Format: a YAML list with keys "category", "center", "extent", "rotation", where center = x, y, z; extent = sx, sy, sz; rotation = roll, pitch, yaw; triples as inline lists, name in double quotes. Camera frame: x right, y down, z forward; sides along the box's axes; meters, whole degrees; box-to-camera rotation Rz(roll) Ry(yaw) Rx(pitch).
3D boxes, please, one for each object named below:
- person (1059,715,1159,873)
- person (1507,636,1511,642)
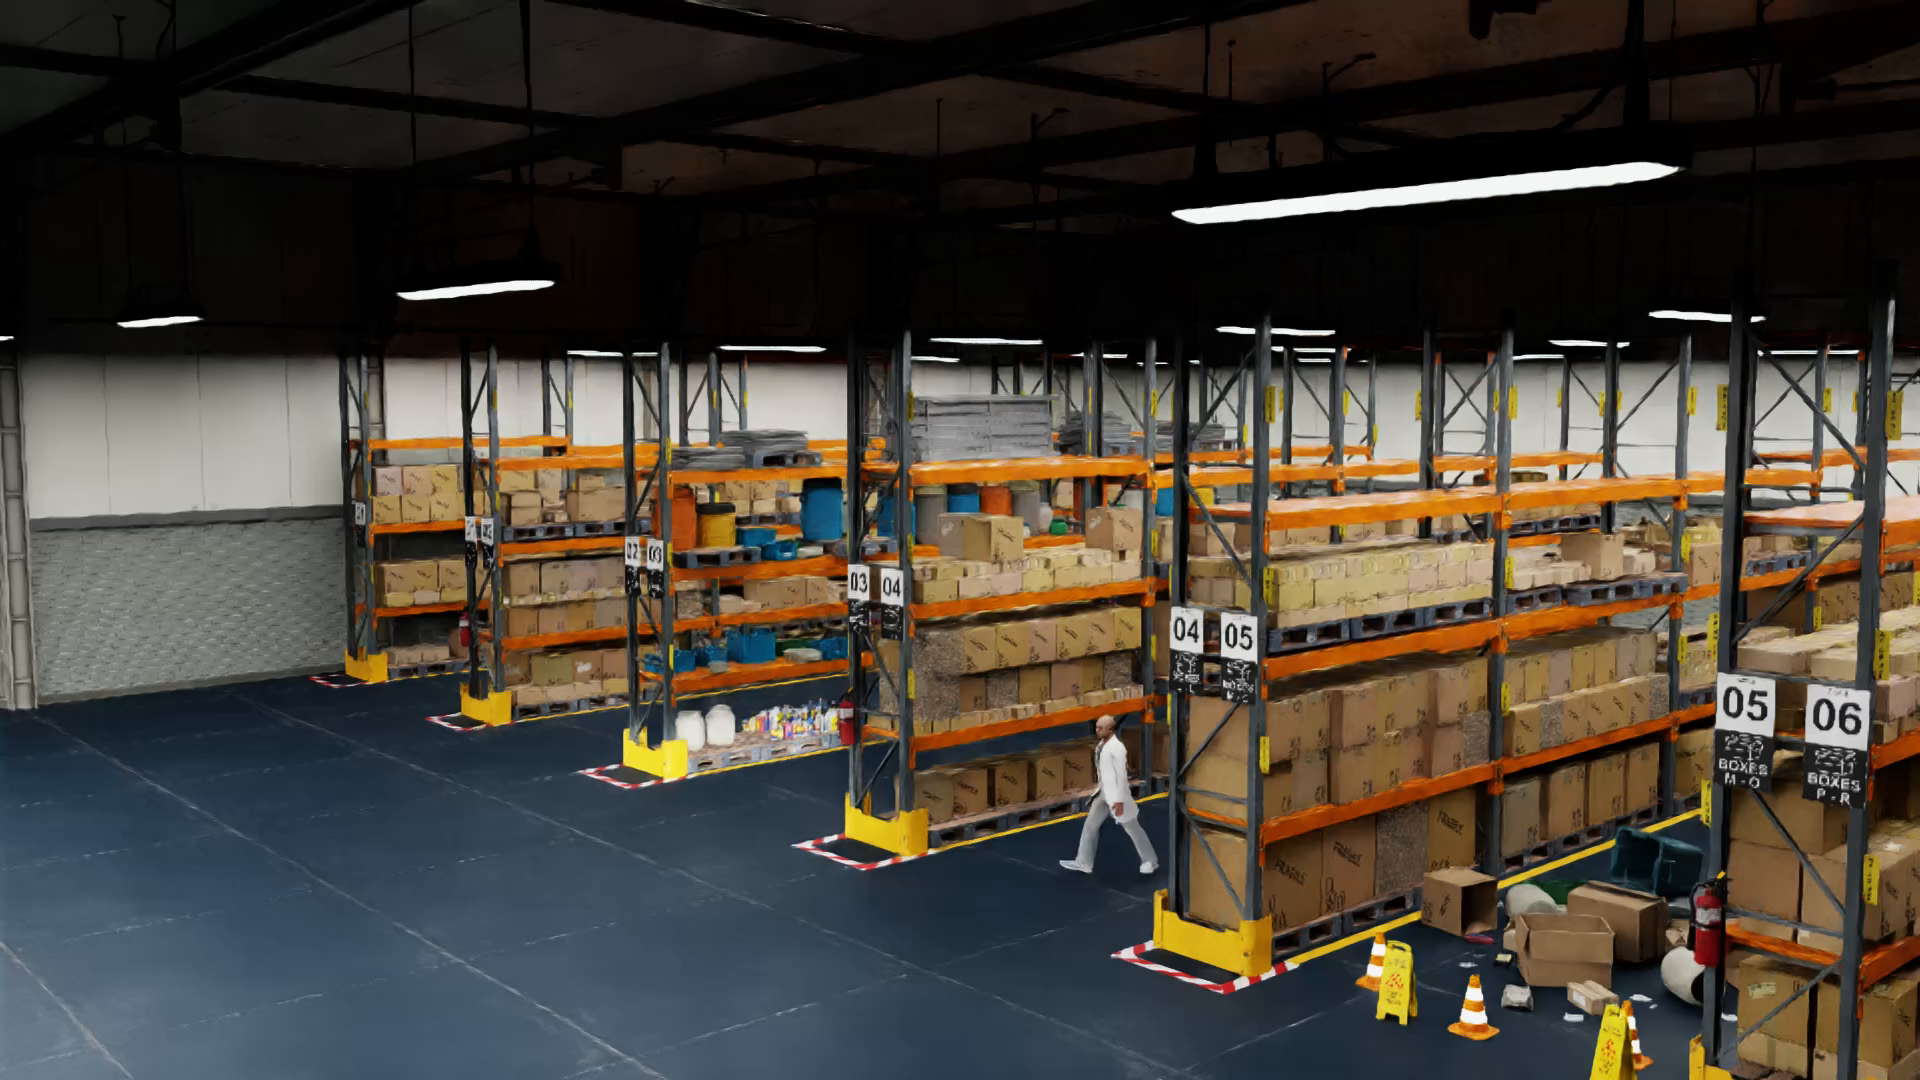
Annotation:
- category: "person"
  center: [1.626, 2.722, 17.760]
  extent: [1.042, 1.735, 0.633]
  rotation: [-2, 5, -19]
- category: "person"
  center: [8.009, 2.164, 24.525]
  extent: [0.506, 1.632, 0.639]
  rotation: [-5, 7, -43]
